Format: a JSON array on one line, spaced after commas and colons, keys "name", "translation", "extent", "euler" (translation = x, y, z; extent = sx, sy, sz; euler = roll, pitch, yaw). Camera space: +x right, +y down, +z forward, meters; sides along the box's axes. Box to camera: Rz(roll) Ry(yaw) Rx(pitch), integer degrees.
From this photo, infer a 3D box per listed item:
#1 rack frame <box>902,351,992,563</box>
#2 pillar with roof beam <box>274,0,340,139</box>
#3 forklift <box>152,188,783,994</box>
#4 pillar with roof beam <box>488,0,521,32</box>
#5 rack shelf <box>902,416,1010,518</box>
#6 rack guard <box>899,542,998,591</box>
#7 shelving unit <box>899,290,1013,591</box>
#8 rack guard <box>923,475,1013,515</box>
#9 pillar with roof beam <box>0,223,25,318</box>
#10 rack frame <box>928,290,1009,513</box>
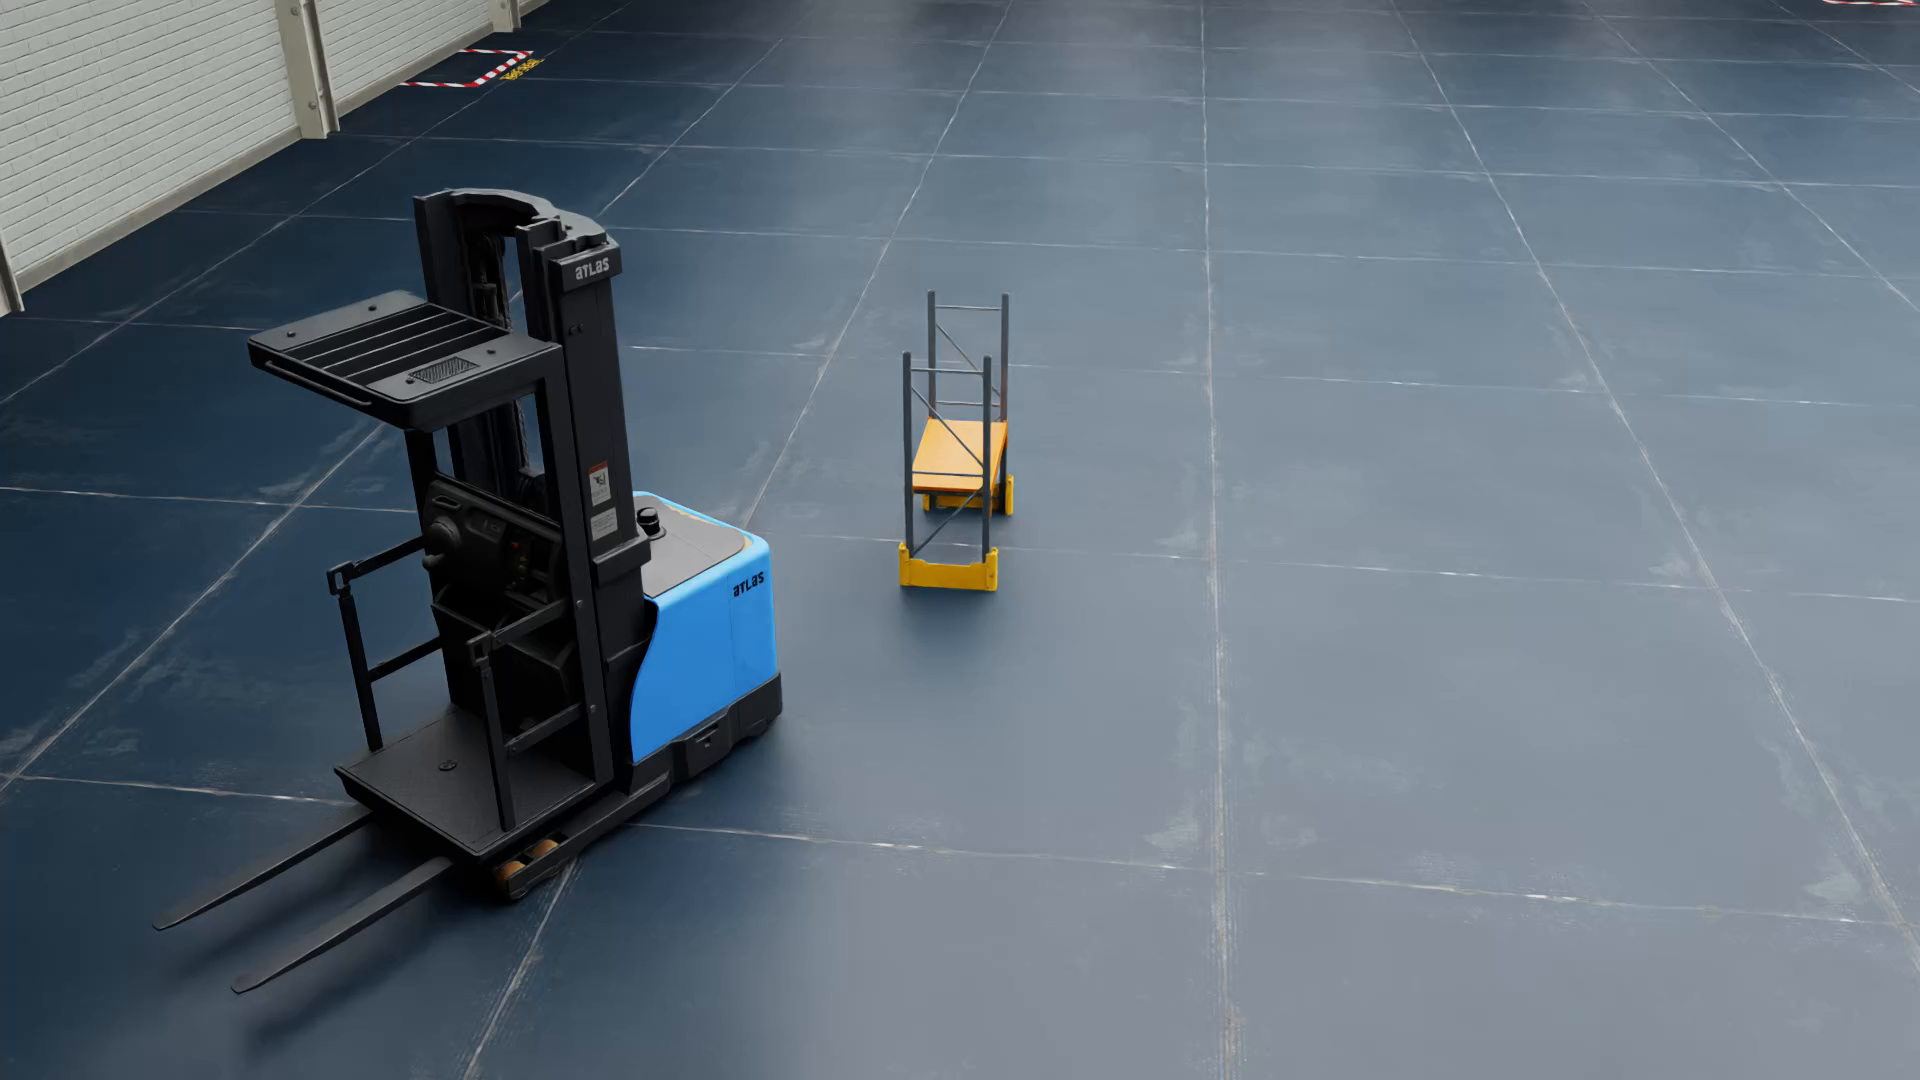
[{"name": "rack frame", "translation": [-0.073, -0.381, 9.668], "extent": [0.500, 1.500, 0.032], "euler": [3, 28, 6]}, {"name": "pillar with roof beam", "translation": [-3.148, -8.419, 16.682], "extent": [9.100, 9.000, 0.400], "euler": [3, 28, 6]}, {"name": "forklift", "translation": [-2.235, 0.067, 7.328], "extent": [1.130, 2.935, 3.031], "euler": [20, 34, 33]}, {"name": "pillar with roof beam", "translation": [-2.413, -11.243, 21.924], "extent": [9.100, 9.000, 0.400], "euler": [3, 28, 6]}, {"name": "rack shelf", "translation": [-0.010, -0.462, 10.197], "extent": [0.538, 0.185, 1.000], "euler": [3, 28, 6]}, {"name": "rack guard", "translation": [-0.070, 0.160, 9.981], "extent": [0.587, 0.250, 0.087], "euler": [3, 28, 6]}, {"name": "shelving unit", "translation": [-0.009, -0.624, 10.120], "extent": [0.587, 1.500, 1.083], "euler": [3, 28, 6]}, {"name": "rack guard", "translation": [0.052, -0.309, 10.851], "extent": [0.587, 0.250, 0.087], "euler": [3, 28, 6]}, {"name": "pillar with roof beam", "translation": [-3.883, -5.595, 11.439], "extent": [9.100, 9.000, 0.400], "euler": [3, 28, 6]}, {"name": "rack frame", "translation": [0.052, -0.859, 10.556], "extent": [0.500, 1.500, 0.032], "euler": [3, 28, 6]}]
